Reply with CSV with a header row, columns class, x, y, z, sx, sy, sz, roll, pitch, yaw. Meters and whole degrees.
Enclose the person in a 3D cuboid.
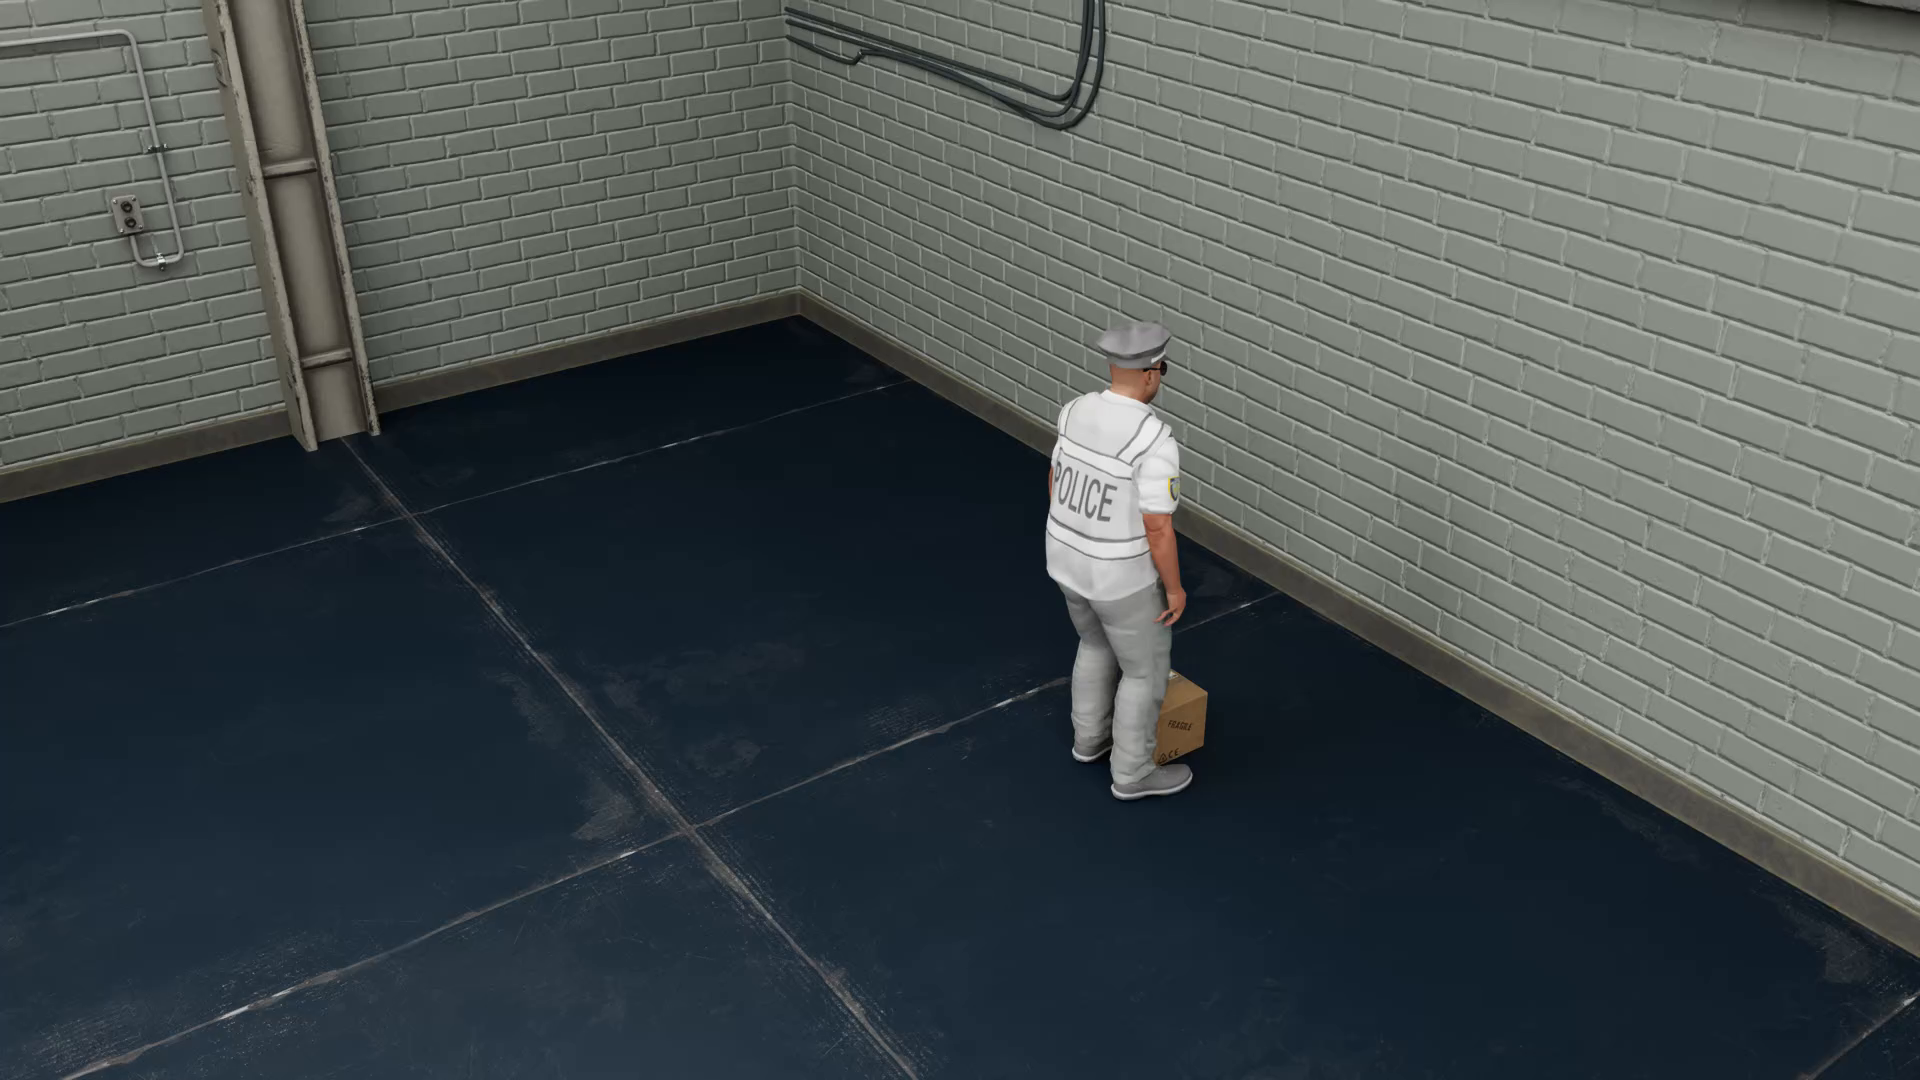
class,x,y,z,sx,sy,sz,roll,pitch,yaw
person,0.567,0.089,5.950,0.479,1.747,0.605,-21,35,-34
